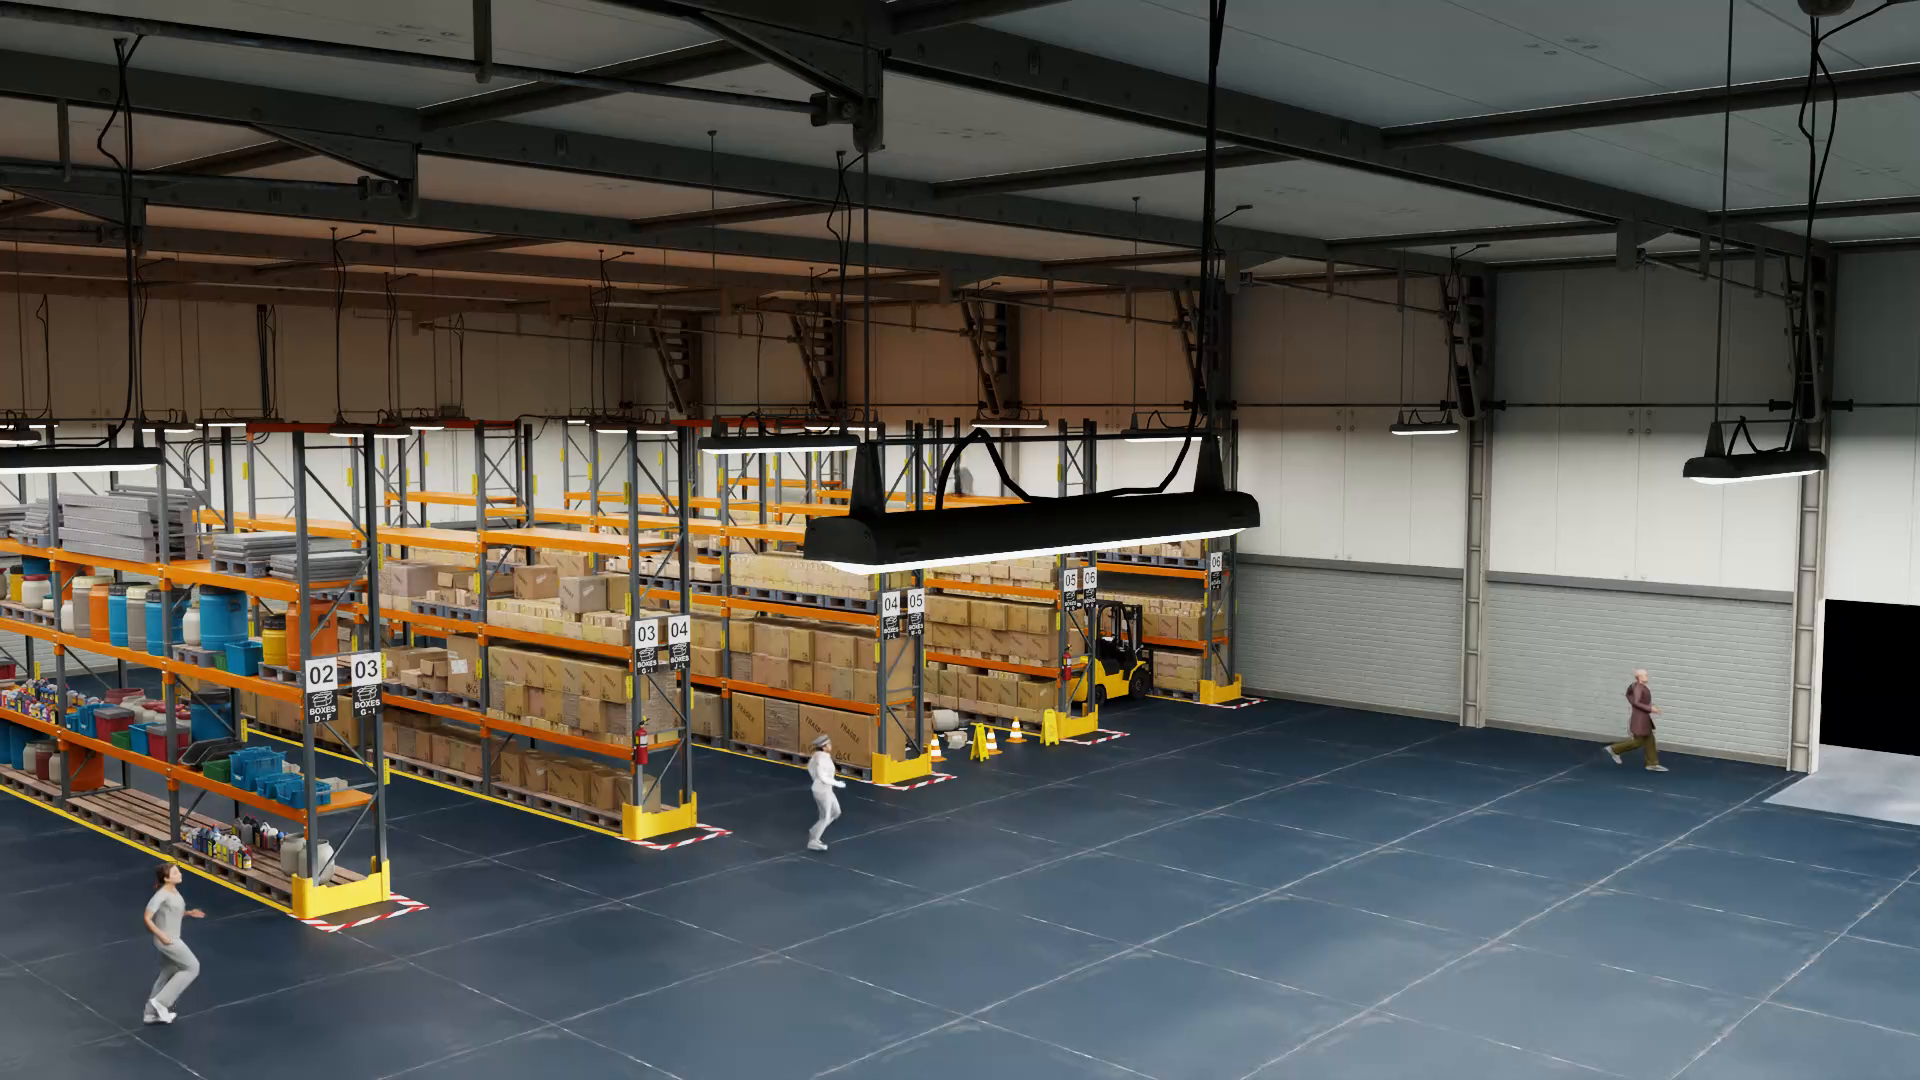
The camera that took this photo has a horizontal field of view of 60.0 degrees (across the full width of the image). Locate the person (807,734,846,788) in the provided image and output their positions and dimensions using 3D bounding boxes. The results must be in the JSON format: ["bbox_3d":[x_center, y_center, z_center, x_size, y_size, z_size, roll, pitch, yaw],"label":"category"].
[{"bbox_3d":[-1.888,3.191,23.573,0.533,0.907,0.629,-1,5,-7],"label":"person"}]

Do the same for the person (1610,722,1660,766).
[{"bbox_3d":[11.673,3.416,28.743,0.806,0.990,0.375,2,5,26],"label":"person"}]

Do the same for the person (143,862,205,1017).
[{"bbox_3d":[-8.069,4.078,17.059,0.603,1.578,0.546,-2,5,-21],"label":"person"}]
